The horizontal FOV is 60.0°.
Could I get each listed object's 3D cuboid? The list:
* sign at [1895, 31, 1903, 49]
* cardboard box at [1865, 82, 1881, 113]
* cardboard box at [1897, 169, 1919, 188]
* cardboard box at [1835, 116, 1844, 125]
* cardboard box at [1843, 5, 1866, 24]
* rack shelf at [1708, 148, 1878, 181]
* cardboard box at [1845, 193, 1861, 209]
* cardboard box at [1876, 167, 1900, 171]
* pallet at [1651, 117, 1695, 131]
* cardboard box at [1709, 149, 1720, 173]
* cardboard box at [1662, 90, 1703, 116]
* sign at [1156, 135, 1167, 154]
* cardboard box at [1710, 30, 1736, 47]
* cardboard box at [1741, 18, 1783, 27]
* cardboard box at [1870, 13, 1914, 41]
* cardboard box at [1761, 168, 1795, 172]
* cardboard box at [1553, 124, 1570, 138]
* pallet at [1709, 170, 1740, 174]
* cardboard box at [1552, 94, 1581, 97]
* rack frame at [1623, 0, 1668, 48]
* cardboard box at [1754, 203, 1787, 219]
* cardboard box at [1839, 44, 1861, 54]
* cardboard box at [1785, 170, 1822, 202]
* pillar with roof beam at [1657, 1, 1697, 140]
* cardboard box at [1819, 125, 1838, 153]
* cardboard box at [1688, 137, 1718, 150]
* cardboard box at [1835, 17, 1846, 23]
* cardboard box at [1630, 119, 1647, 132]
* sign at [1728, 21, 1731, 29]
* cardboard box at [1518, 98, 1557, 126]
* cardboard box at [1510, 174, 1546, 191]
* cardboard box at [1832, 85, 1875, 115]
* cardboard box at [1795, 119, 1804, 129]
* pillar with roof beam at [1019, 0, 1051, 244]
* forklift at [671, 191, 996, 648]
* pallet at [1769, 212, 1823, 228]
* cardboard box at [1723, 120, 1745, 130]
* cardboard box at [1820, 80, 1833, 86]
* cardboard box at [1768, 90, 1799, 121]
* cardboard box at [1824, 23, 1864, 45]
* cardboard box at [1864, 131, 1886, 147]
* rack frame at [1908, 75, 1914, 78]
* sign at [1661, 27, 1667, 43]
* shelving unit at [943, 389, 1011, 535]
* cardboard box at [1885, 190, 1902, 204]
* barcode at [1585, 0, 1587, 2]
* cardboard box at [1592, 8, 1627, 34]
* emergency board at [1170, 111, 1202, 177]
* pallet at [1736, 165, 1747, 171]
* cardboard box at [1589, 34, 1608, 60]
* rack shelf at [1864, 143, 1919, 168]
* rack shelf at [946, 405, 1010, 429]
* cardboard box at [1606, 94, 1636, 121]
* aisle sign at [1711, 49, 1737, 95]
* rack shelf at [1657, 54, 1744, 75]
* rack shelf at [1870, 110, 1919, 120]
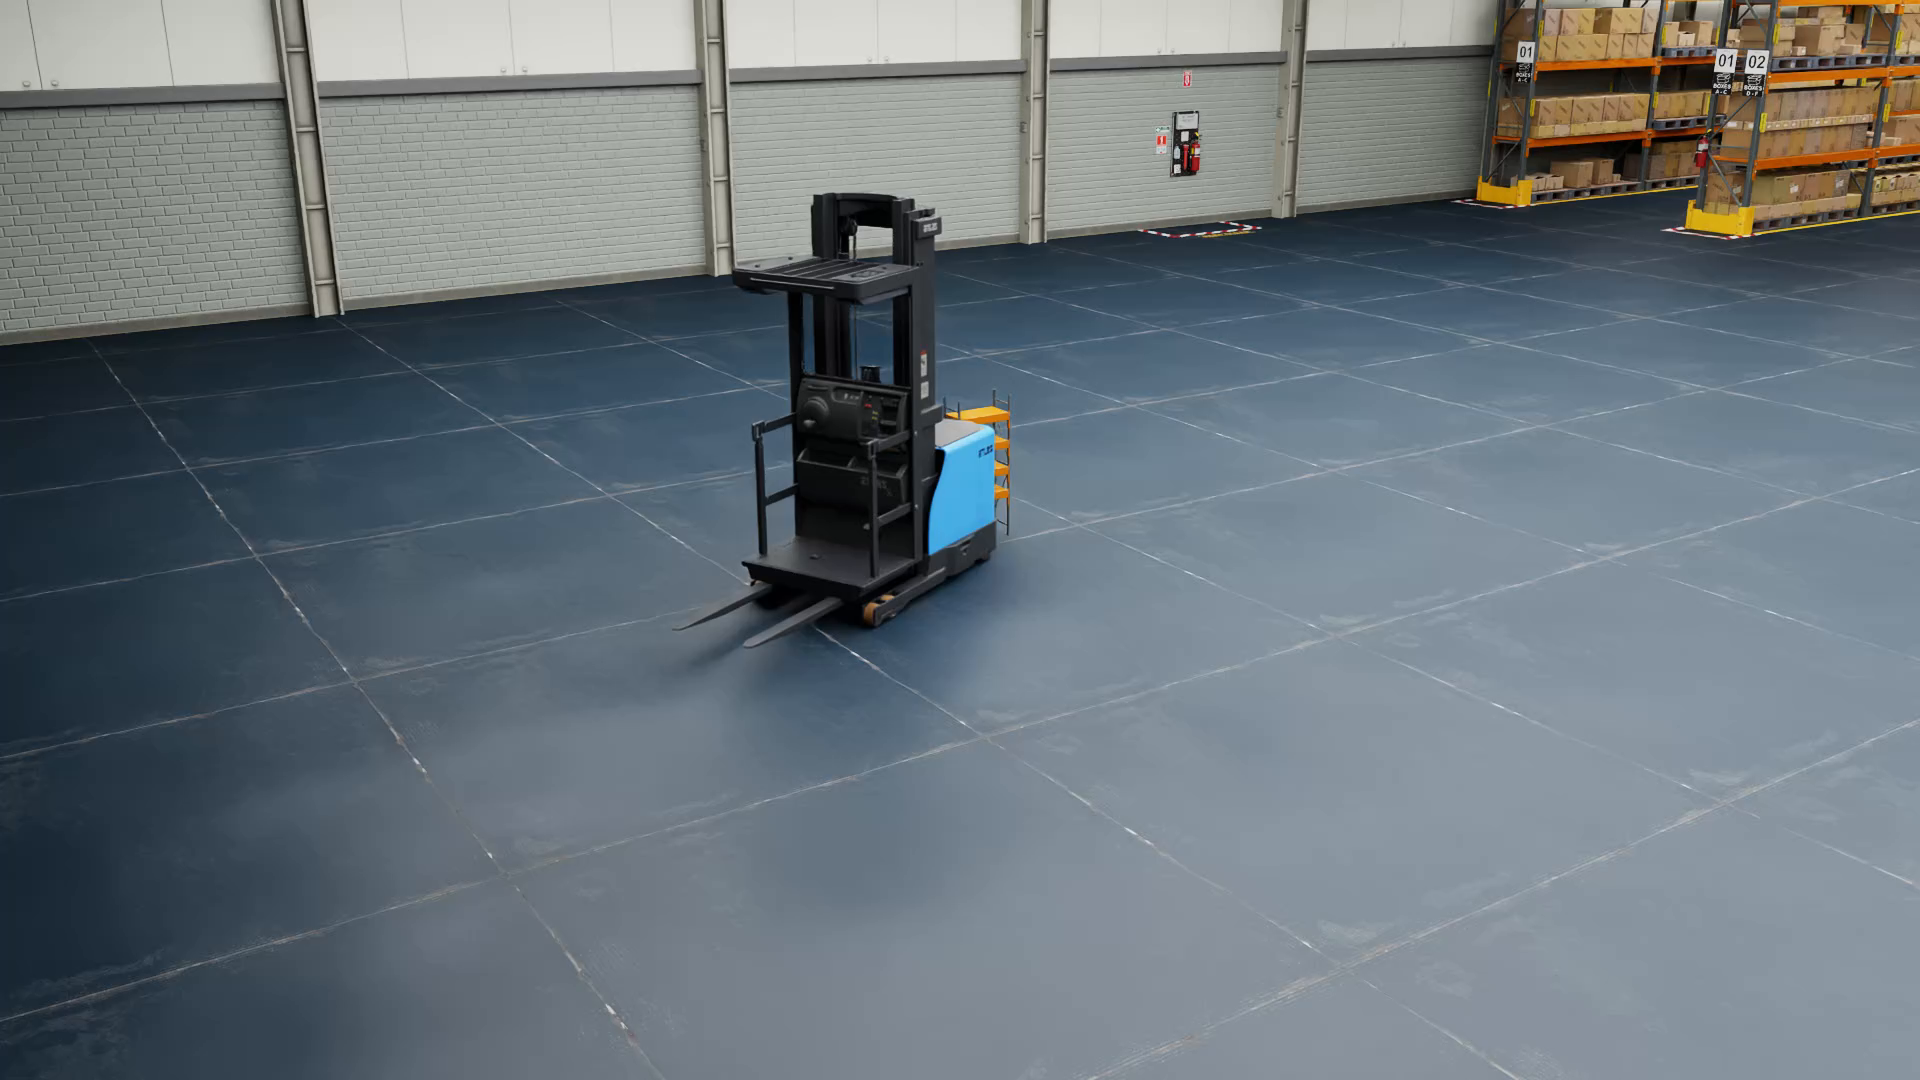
[{"bbox_3d":[17.566,-9.350,31.103,0.005,0.325,0.100,-12,22,-31],"label":"sign"},{"bbox_3d":[21.675,-10.761,40.424,0.700,0.700,0.980,-12,22,-31],"label":"cardboard box"},{"bbox_3d":[19.025,-7.234,33.220,0.500,0.311,0.500,-11,22,-30],"label":"cardboard box"},{"bbox_3d":[16.299,-7.865,31.157,0.250,0.149,0.380,-12,22,-32],"label":"cardboard box"},{"bbox_3d":[21.668,-12.665,40.091,0.500,0.500,0.500,-12,22,-32],"label":"cardboard box"},{"bbox_3d":[15.589,-7.101,31.190,4.000,0.370,1.077,-12,22,-31],"label":"rack shelf"},{"bbox_3d":[16.992,-6.551,32.076,0.500,0.250,0.500,-12,22,-31],"label":"cardboard box"},{"bbox_3d":[18.711,-7.373,33.631,0.500,0.311,0.500,-12,22,-32],"label":"cardboard box"},{"bbox_3d":[15.250,-9.124,36.348,1.213,0.211,1.003,-12,22,-31],"label":"pallet"},{"bbox_3d":[16.805,-8.647,37.855,0.500,0.500,0.700,-12,22,-31],"label":"cardboard box"},{"bbox_3d":[15.979,-9.676,36.839,0.500,0.500,0.700,-9,21,-24],"label":"cardboard box"},{"bbox_3d":[3.685,-7.234,30.404,0.234,0.329,0.001,-12,22,-31],"label":"sign"},{"bbox_3d":[16.739,-11.099,37.016,0.637,0.503,0.797,-9,20,-24],"label":"cardboard box"},{"bbox_3d":[18.238,-11.599,37.845,0.500,0.500,0.700,-14,23,-36],"label":"cardboard box"},{"bbox_3d":[17.796,-9.797,31.763,0.500,0.500,0.500,-12,22,-31],"label":"cardboard box"},{"bbox_3d":[15.448,-6.783,31.593,0.500,0.500,0.500,-12,22,-31],"label":"cardboard box"},{"bbox_3d":[12.199,-8.449,34.256,0.500,0.250,0.500,-13,22,-33],"label":"cardboard box"},{"bbox_3d":[17.219,-8.365,38.159,1.213,0.211,1.003,-12,22,-31],"label":"pallet"},{"bbox_3d":[12.743,-9.115,35.054,0.500,0.500,0.500,-12,22,-31],"label":"cardboard box"},{"bbox_3d":[14.532,-11.961,35.073,0.127,3.000,1.000,-12,22,-31],"label":"rack frame"},{"bbox_3d":[14.904,-6.110,30.773,0.500,0.250,0.500,-12,22,-31],"label":"cardboard box"},{"bbox_3d":[16.402,-9.076,30.742,0.250,0.149,0.380,-12,22,-31],"label":"cardboard box"},{"bbox_3d":[15.743,-6.640,31.169,0.500,0.500,0.500,-12,22,-31],"label":"cardboard box"},{"bbox_3d":[18.678,-11.516,33.759,0.400,9.000,9.100,-12,22,-31],"label":"pillar with roof beam"},{"bbox_3d":[16.034,-7.580,31.326,0.500,0.500,0.700,-12,22,-31],"label":"cardboard box"},{"bbox_3d":[16.789,-8.979,37.664,0.500,0.250,0.500,-11,22,-30],"label":"cardboard box"},{"bbox_3d":[20.418,-12.079,39.264,0.500,0.500,0.700,-13,23,-34],"label":"cardboard box"},{"bbox_3d":[14.303,-8.893,35.568,0.500,0.250,0.500,-12,22,-31],"label":"cardboard box"},{"bbox_3d":[17.574,-11.677,37.986,0.005,0.325,0.100,-12,22,-31],"label":"sign"},{"bbox_3d":[11.755,-8.712,33.862,0.500,0.500,0.500,-12,22,-31],"label":"cardboard box"},{"bbox_3d":[11.818,-7.447,34.600,0.500,0.311,0.500,-15,24,-37],"label":"cardboard box"},{"bbox_3d":[16.892,-8.377,31.657,0.500,0.500,0.700,-12,22,-31],"label":"cardboard box"},{"bbox_3d":[15.226,-7.638,30.486,0.250,0.149,0.380,-13,23,-33],"label":"cardboard box"},{"bbox_3d":[3.645,-8.346,24.380,0.400,9.000,9.100,-12,22,-31],"label":"pillar with roof beam"},{"bbox_3d":[-0.899,-0.940,11.949,1.130,2.935,3.031,11,21,29],"label":"forklift"},{"bbox_3d":[15.552,-6.129,31.543,1.213,0.211,1.003,-12,22,-31],"label":"pallet"},{"bbox_3d":[14.133,-7.563,30.263,0.250,0.149,0.380,-12,22,-32],"label":"cardboard box"},{"bbox_3d":[20.105,-10.753,39.045,0.500,0.250,0.500,-11,22,-30],"label":"cardboard box"},{"bbox_3d":[14.796,-7.934,30.348,0.500,0.500,0.700,-13,22,-33],"label":"cardboard box"},{"bbox_3d":[16.693,-9.510,31.477,0.500,0.500,0.500,-10,21,-27],"label":"cardboard box"},{"bbox_3d":[17.646,-7.822,32.432,0.500,0.250,0.500,-10,21,-28],"label":"cardboard box"},{"bbox_3d":[24.554,-11.233,42.286,0.127,3.000,1.000,-12,22,-31],"label":"rack frame"},{"bbox_3d":[14.836,-10.641,35.046,0.005,0.325,0.100,-12,22,-31],"label":"sign"},{"bbox_3d":[0.138,-0.598,13.639,0.503,1.200,0.258,-12,22,-31],"label":"shelving unit"},{"bbox_3d":[18.160,-6.785,32.769,0.500,0.250,0.500,-11,22,-30],"label":"cardboard box"},{"bbox_3d":[13.134,-11.310,34.866,0.075,0.075,0.001,-12,22,-31],"label":"barcode"},{"bbox_3d":[13.380,-10.715,34.325,0.500,0.500,0.500,-13,23,-33],"label":"cardboard box"},{"bbox_3d":[4.204,-7.287,30.616,0.643,1.169,0.194,-12,22,-31],"label":"emergency board"},{"bbox_3d":[18.572,-8.621,38.916,1.213,0.211,1.003,-12,22,-31],"label":"pallet"},{"bbox_3d":[12.943,-10.162,34.248,0.500,0.500,0.500,-10,21,-28],"label":"cardboard box"},{"bbox_3d":[18.929,-7.806,33.274,4.000,0.370,1.077,-12,22,-31],"label":"rack shelf"},{"bbox_3d":[0.138,-0.970,13.513,0.480,0.148,0.258,-12,22,-31],"label":"rack shelf"},{"bbox_3d":[13.893,-9.157,35.179,0.500,0.500,0.500,-12,22,-32],"label":"cardboard box"},{"bbox_3d":[13.702,-8.388,29.815,0.004,0.787,0.394,-12,22,-31],"label":"aisle sign"},{"bbox_3d":[16.202,-10.551,36.711,4.000,0.370,1.077,-12,22,-31],"label":"rack shelf"},{"bbox_3d":[22.883,-10.539,41.360,4.000,0.370,1.077,-12,22,-31],"label":"rack shelf"}]
